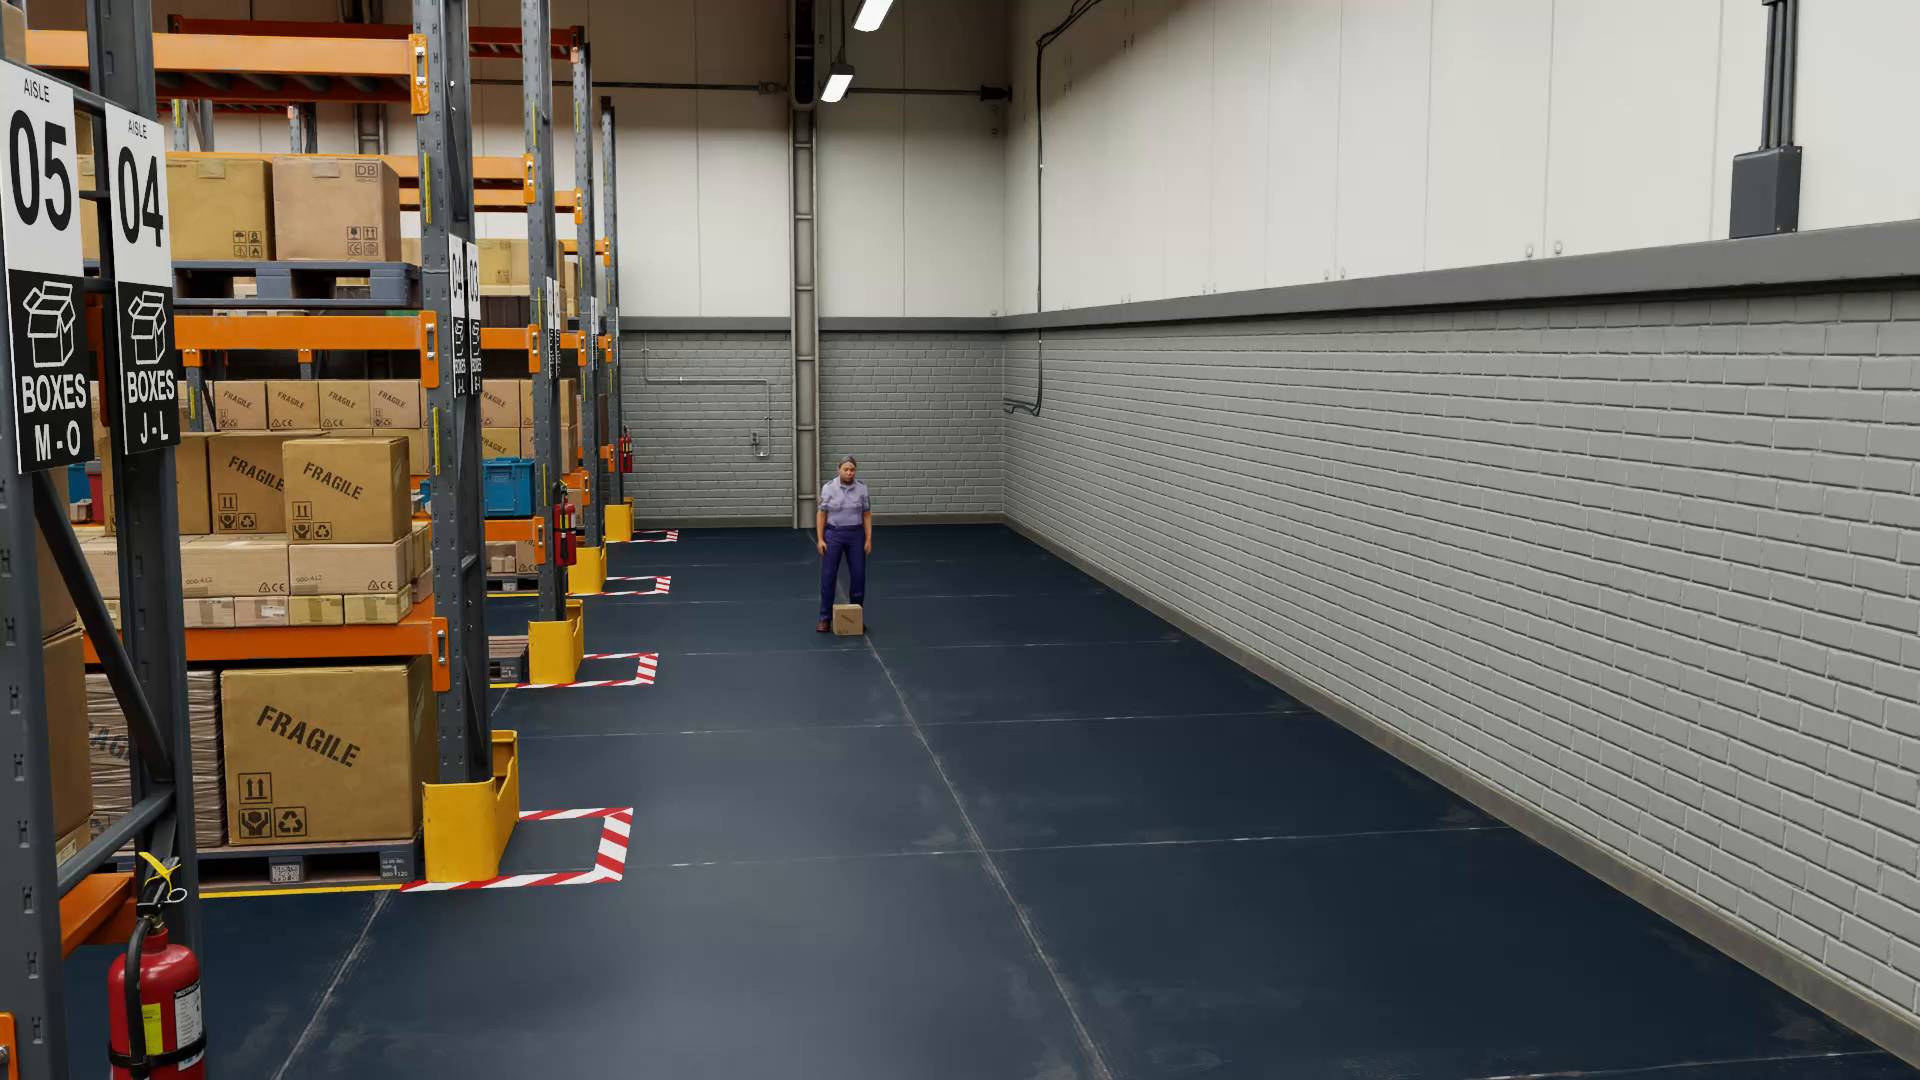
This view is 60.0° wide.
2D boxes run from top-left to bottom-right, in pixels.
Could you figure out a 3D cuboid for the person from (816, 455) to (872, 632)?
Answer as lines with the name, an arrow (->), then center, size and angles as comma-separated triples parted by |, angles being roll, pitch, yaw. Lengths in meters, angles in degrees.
person -> -1.096, 0.027, 15.661 | 0.557, 1.647, 0.338 | -1, 7, -12
